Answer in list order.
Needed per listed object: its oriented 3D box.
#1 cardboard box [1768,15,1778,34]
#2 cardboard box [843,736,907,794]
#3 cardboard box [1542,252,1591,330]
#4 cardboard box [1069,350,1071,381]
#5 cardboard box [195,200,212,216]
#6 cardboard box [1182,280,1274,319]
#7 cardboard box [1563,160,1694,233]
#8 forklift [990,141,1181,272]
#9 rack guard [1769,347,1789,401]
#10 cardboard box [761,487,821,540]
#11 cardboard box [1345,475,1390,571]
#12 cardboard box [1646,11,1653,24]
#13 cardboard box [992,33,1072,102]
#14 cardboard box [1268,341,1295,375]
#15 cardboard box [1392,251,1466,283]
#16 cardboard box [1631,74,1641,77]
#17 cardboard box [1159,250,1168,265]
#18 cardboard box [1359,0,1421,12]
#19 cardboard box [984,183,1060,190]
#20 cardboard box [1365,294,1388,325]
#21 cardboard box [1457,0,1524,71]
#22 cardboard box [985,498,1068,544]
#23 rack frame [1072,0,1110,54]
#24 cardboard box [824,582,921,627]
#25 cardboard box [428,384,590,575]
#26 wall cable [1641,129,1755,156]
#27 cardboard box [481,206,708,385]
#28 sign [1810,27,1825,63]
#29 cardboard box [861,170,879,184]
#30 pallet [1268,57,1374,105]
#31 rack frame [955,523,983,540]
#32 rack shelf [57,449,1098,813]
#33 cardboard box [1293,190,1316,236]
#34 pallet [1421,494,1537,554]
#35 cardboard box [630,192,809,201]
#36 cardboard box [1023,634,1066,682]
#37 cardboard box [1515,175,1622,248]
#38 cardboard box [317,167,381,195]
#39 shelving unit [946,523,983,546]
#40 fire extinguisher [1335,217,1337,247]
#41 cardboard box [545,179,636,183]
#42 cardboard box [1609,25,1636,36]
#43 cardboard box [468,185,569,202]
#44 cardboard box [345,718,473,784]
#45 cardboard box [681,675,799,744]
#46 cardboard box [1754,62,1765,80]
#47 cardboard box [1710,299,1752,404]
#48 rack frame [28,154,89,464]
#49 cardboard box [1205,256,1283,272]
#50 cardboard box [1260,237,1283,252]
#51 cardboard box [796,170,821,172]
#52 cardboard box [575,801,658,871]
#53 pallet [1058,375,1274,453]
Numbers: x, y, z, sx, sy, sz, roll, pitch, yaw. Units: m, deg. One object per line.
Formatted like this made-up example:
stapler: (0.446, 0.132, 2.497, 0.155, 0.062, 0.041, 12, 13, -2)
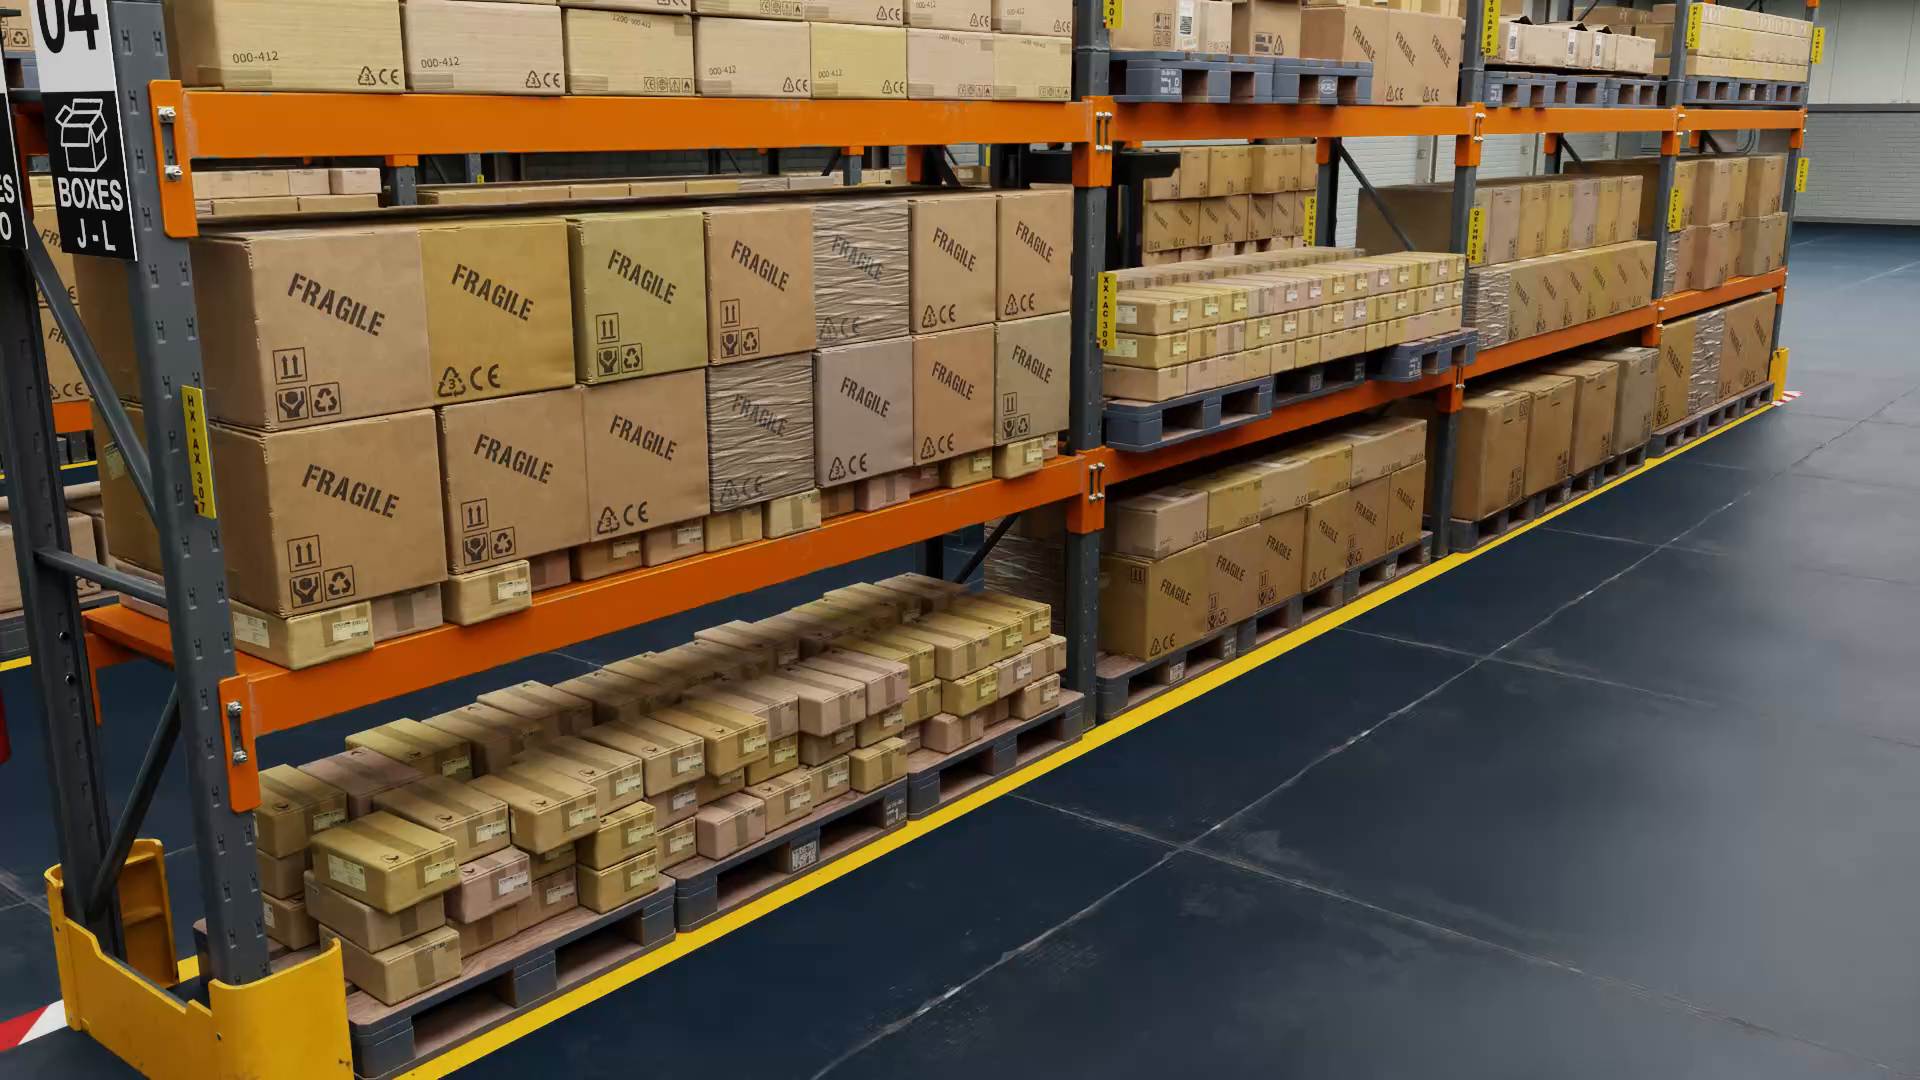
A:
cardboard box: (6.995, -4.556, 14.707, 0.380, 0.149, 0.250, 11, 18, 37)
cardboard box: (-0.432, 0.856, 6.596, 0.380, 0.149, 0.250, 11, 18, 37)
cardboard box: (4.156, -1.796, 11.897, 0.500, 0.500, 0.500, 11, 18, 37)
cardboard box: (0.459, -0.886, 8.176, 0.380, 0.149, 0.250, 11, 18, 38)
cardboard box: (-4.433, -1.600, 9.093, 0.500, 0.500, 0.500, 12, 18, 38)
cardboard box: (1.298, -1.173, 8.096, 0.380, 0.149, 0.250, 11, 18, 37)
cardboard box: (5.487, -2.841, 13.717, 0.875, 0.550, 0.550, 11, 18, 38)
forklift: (0.924, -1.805, 12.276, 1.130, 2.935, 3.031, 8, 16, 30)
rack guard: (7.757, -1.739, 16.953, 1.175, 0.500, 0.348, 11, 18, 38)
cardboard box: (-0.724, -0.125, 6.031, 0.380, 0.149, 0.250, 12, 18, 39)
cardboard box: (2.175, -0.140, 9.808, 0.500, 0.500, 0.500, 12, 19, 40)
cardboard box: (5.685, -4.414, 14.148, 0.380, 0.149, 0.250, 12, 18, 38)
cardboard box: (0.102, -1.893, 6.695, 0.500, 0.250, 0.500, 12, 18, 39)
cardboard box: (1.454, -0.932, 8.356, 0.380, 0.149, 0.250, 10, 18, 35)
cardboard box: (2.763, -1.619, 9.853, 0.380, 0.149, 0.250, 10, 18, 35)
cardboard box: (5.528, -3.981, 14.064, 0.380, 0.149, 0.250, 12, 18, 38)
cardboard box: (1.880, -2.872, 16.846, 0.380, 0.149, 0.250, 12, 19, 39)
cardboard box: (2.351, -3.069, 9.261, 0.396, 0.266, 0.258, 11, 18, 38)
cardboard box: (0.563, -3.006, 15.202, 0.500, 0.500, 0.500, 12, 19, 39)
cardboard box: (2.112, -1.277, 9.112, 0.380, 0.149, 0.250, 11, 18, 37)
cardboard box: (3.589, -3.544, 11.631, 0.500, 0.500, 0.500, 11, 18, 38)
cardboard box: (0.472, -0.185, 8.460, 0.500, 0.250, 0.500, 11, 18, 36)
rack frame: (0.200, -3.555, 6.842, 1.000, 3.000, 0.127, 11, 18, 38)
cardboard box: (-0.397, 0.320, 7.502, 0.380, 0.149, 0.250, 12, 19, 40)
cardboard box: (-1.500, -0.224, 5.105, 0.500, 0.500, 0.500, 11, 18, 38)
wall cable: (20.562, -11.974, 46.286, 3.097, 2.526, 0.112, 11, 18, 38)
cardboard box: (-1.169, -0.798, 5.333, 0.500, 0.500, 0.500, 11, 18, 36)
sign: (8.156, -4.704, 15.817, 0.100, 0.325, 0.005, 11, 18, 38)
cardboard box: (-1.227, -4.526, 20.720, 0.380, 0.149, 0.250, 11, 18, 38)
pallet: (1.320, -2.311, 8.419, 1.213, 0.211, 1.003, 11, 18, 38)
rack frame: (0.059, -0.454, 11.083, 0.240, 0.900, 0.006, 11, 18, 38)
rack shelf: (-1.057, 0.084, 6.161, 1.077, 0.370, 4.000, 11, 18, 38)
cardboard box: (3.702, -3.739, 18.940, 0.500, 0.500, 0.500, 11, 18, 37)
pallet: (3.268, -0.202, 11.488, 1.003, 0.211, 1.213, 11, 18, 38)
cardboard box: (-0.928, -1.083, 6.456, 0.500, 0.500, 0.500, 12, 18, 38)
cardboard box: (0.249, 0.496, 7.412, 0.380, 0.149, 0.250, 12, 18, 39)
cardboard box: (4.599, -2.518, 12.709, 0.700, 0.500, 0.500, 11, 18, 37)
cardboard box: (-3.659, -2.134, 9.878, 0.380, 0.149, 0.250, 11, 18, 36)
shelving unit: (-0.005, -0.435, 11.006, 0.258, 0.900, 0.210, 11, 18, 38)
fire extinguisher: (4.259, -3.606, 19.381, 0.296, 0.674, 0.183, 11, 18, 38)
cardboard box: (-2.661, -2.348, 12.038, 0.500, 0.500, 0.500, 12, 18, 38)
cardboard box: (5.338, -4.091, 13.687, 0.500, 0.250, 0.500, 11, 18, 37)
cardboard box: (-2.915, -2.069, 10.941, 0.500, 0.500, 0.500, 11, 18, 37)
cardboard box: (-1.912, 0.759, 5.772, 0.380, 0.149, 0.250, 11, 18, 36)
cardboard box: (-0.825, 0.642, 6.231, 0.380, 0.149, 0.250, 11, 18, 38)
cardboard box: (6.838, -4.122, 14.618, 0.380, 0.149, 0.250, 12, 18, 38)
cardboard box: (6.816, -1.811, 15.621, 0.875, 0.875, 0.875, 11, 18, 37)
rack frame: (-7.577, -2.162, 13.541, 1.000, 3.000, 0.127, 11, 18, 38)
cardboard box: (1.613, -1.524, 9.481, 0.380, 0.149, 0.250, 12, 19, 40)
cardboard box: (3.371, -3.301, 18.534, 0.380, 0.149, 0.250, 12, 18, 39)
cardboard box: (-1.950, -4.507, 20.649, 0.380, 0.149, 0.250, 11, 18, 37)
cardboard box: (-1.238, 0.955, 5.604, 0.380, 0.149, 0.250, 12, 19, 39)
pallet: (0.794, -0.679, 8.092, 1.003, 0.211, 1.213, 11, 18, 38)
